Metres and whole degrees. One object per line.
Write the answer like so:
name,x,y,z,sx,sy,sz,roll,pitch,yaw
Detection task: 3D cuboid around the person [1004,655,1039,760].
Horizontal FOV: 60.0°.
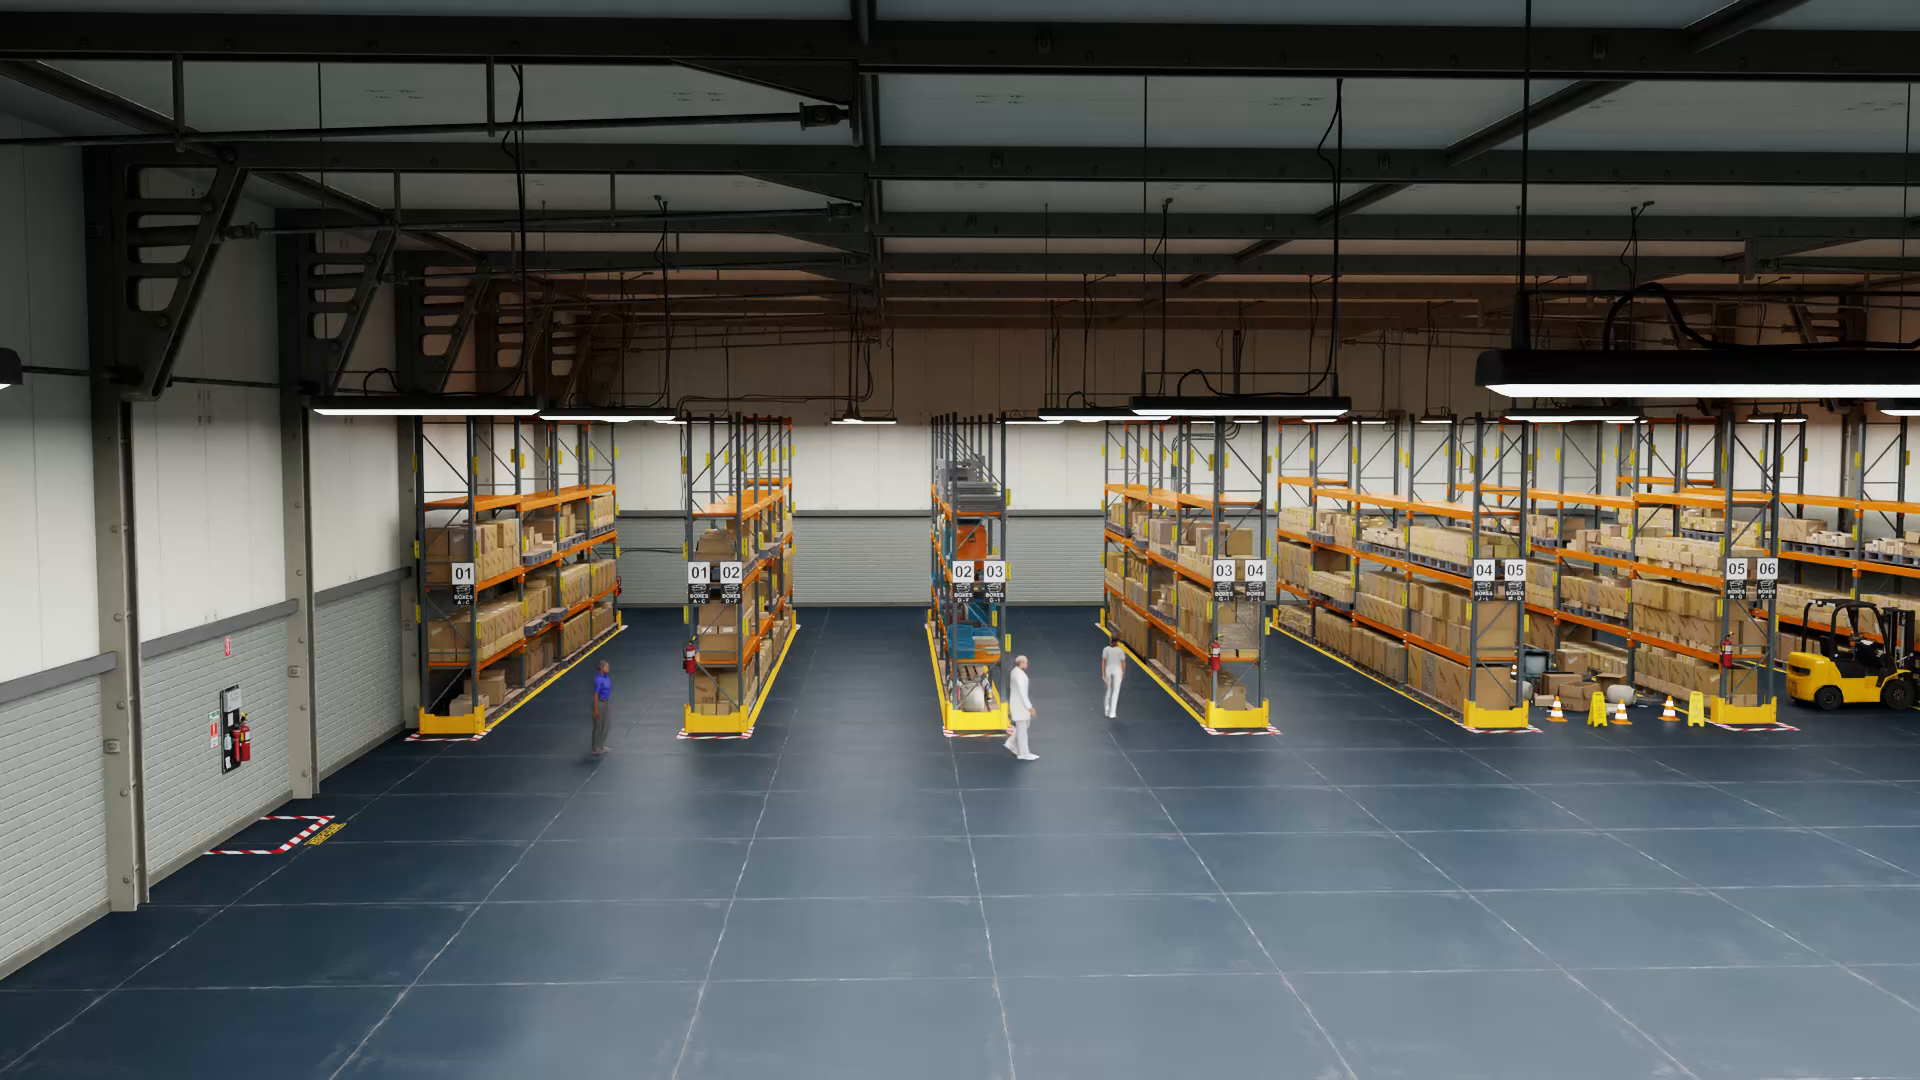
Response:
person,1.052,2.880,28.733,0.575,1.784,0.723,0,4,-5

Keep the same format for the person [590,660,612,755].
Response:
person,-6.291,2.919,29.110,0.361,1.655,0.594,1,4,12

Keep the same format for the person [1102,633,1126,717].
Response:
person,3.053,2.655,32.702,0.443,1.677,0.444,2,4,29
